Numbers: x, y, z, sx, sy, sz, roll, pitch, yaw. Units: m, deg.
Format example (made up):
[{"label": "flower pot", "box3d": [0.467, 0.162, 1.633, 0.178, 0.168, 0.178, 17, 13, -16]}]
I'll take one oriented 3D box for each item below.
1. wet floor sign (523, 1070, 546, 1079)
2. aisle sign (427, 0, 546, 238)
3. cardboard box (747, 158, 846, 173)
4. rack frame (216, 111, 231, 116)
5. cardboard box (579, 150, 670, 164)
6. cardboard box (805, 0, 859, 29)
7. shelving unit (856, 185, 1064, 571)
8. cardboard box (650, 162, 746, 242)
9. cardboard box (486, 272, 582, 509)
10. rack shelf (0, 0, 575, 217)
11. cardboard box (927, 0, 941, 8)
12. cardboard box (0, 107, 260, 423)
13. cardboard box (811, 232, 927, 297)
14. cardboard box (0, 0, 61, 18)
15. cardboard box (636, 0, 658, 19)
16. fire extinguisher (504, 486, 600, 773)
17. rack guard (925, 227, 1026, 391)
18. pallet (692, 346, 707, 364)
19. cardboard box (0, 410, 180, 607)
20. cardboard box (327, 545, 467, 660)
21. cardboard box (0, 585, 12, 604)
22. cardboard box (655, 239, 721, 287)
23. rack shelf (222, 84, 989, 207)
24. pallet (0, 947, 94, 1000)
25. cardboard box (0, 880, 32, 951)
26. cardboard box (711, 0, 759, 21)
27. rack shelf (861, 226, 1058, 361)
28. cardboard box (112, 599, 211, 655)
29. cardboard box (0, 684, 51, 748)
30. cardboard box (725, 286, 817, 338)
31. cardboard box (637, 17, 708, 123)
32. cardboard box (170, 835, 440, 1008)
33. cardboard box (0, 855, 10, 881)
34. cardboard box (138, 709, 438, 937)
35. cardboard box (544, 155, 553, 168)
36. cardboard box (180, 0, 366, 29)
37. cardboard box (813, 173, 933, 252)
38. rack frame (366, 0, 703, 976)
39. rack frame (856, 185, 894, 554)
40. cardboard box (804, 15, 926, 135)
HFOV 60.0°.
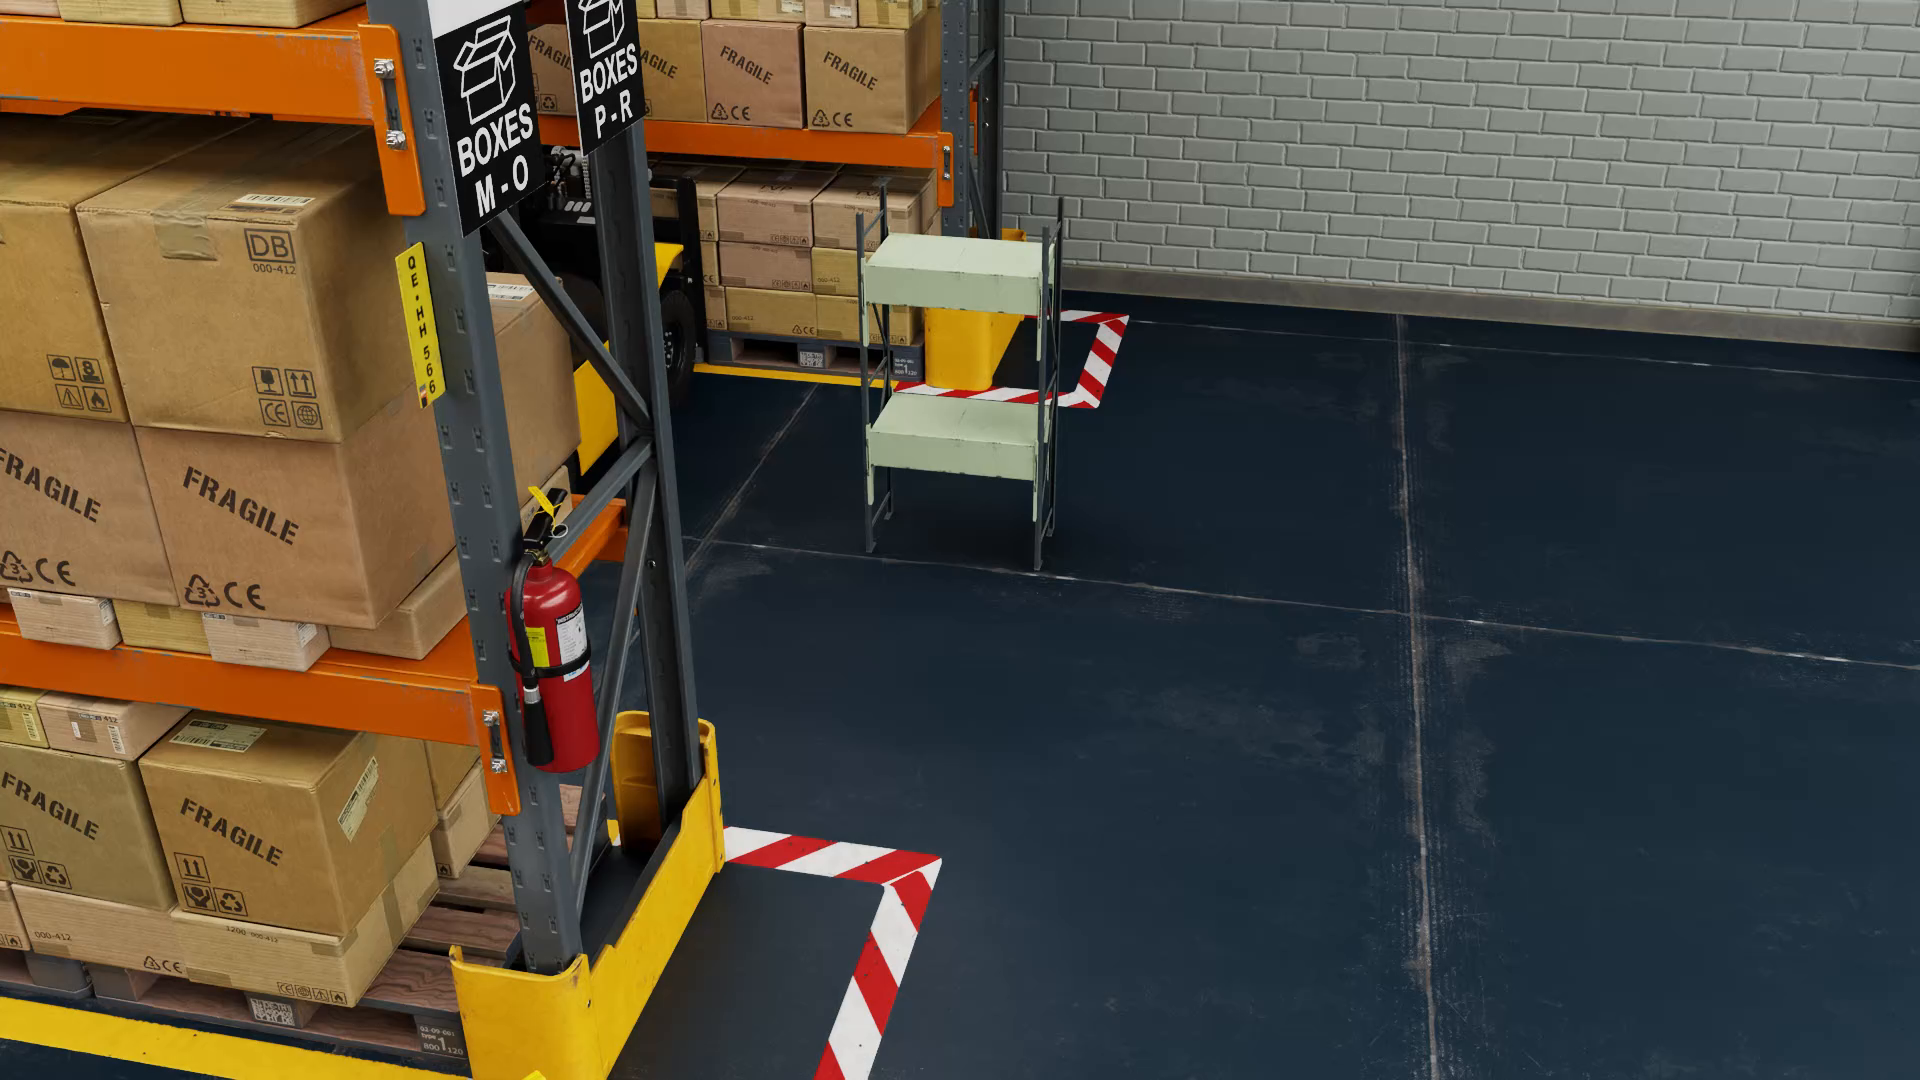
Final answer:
[{"label": "wet floor sign", "box3d": [-0.999, 1.508, 3.824, 0.232, 0.644, 0.267, 17, 33, 28]}, {"label": "aisle sign", "box3d": [-0.961, -1.045, 3.327, 0.004, 0.787, 0.394, 6, 29, 11]}, {"label": "cardboard box", "box3d": [-0.848, -1.980, 9.128, 0.500, 0.250, 0.500, 6, 29, 11]}, {"label": "rack frame", "box3d": [-3.840, -2.779, 9.203, 0.127, 3.000, 1.000, 6, 29, 11]}, {"label": "cardboard box", "box3d": [-1.835, -2.090, 9.329, 0.500, 0.250, 0.500, 5, 29, 10]}, {"label": "cardboard box", "box3d": [-0.582, -2.621, 8.135, 0.250, 0.149, 0.380, 6, 29, 11]}, {"label": "shelving unit", "box3d": [0.007, -0.657, 6.889, 0.755, 1.500, 0.431, 6, 29, 11]}, {"label": "cardboard box", "box3d": [-1.440, -1.789, 8.779, 0.500, 0.250, 0.500, 6, 29, 11]}, {"label": "cardboard box", "box3d": [-1.366, -0.399, 4.441, 0.500, 0.500, 0.500, 5, 29, 10]}, {"label": "rack shelf", "box3d": [-2.917, -1.247, 4.030, 4.000, 0.370, 1.077, 6, 29, 11]}, {"label": "cardboard box", "box3d": [-0.206, -2.862, 8.575, 0.250, 0.149, 0.380, 5, 29, 9]}, {"label": "cardboard box", "box3d": [-2.000, -0.663, 3.882, 0.500, 0.500, 0.700, 6, 29, 11]}, {"label": "cardboard box", "box3d": [-0.469, -1.478, 8.731, 0.500, 0.250, 0.500, 5, 29, 10]}, {"label": "cardboard box", "box3d": [-1.871, -1.209, 3.472, 0.250, 0.149, 0.380, 7, 29, 12]}, {"label": "cardboard box", "box3d": [-1.585, -2.727, 8.328, 0.250, 0.149, 0.380, 6, 29, 11]}, {"label": "fire extinguisher", "box3d": [-0.945, 0.215, 3.814, 0.183, 0.674, 0.296, 6, 29, 11]}, {"label": "rack guard", "box3d": [0.095, -1.279, 9.066, 0.348, 0.500, 1.175, 6, 29, 11]}, {"label": "pallet", "box3d": [-1.874, -1.335, 9.469, 1.213, 0.211, 1.003, 6, 29, 11]}, {"label": "cardboard box", "box3d": [-2.038, -0.198, 4.075, 0.500, 0.500, 0.500, 6, 29, 11]}, {"label": "cardboard box", "box3d": [-1.371, 0.126, 4.157, 0.250, 0.149, 0.380, 7, 29, 12]}, {"label": "cardboard box", "box3d": [-2.368, 0.014, 4.362, 0.250, 0.149, 0.380, 6, 29, 11]}, {"label": "cardboard box", "box3d": [-1.467, -1.575, 8.908, 0.500, 0.250, 0.500, 5, 29, 9]}, {"label": "rack shelf", "box3d": [-1.884, -2.263, 9.009, 4.000, 0.370, 1.077, 6, 29, 11]}, {"label": "pallet", "box3d": [-3.012, 0.947, 5.300, 1.213, 0.211, 1.003, 6, 29, 11]}, {"label": "cardboard box", "box3d": [-2.826, 0.915, 4.881, 0.500, 0.250, 0.500, 5, 29, 9]}, {"label": "cardboard box", "box3d": [-1.063, -2.706, 8.290, 0.250, 0.149, 0.380, 6, 29, 10]}, {"label": "rack shelf", "box3d": [0.007, -1.000, 6.701, 0.720, 0.370, 0.431, 6, 29, 11]}, {"label": "cardboard box", "box3d": [-1.889, 0.117, 4.174, 0.250, 0.149, 0.380, 5, 29, 10]}, {"label": "cardboard box", "box3d": [-2.417, 0.372, 4.417, 0.250, 0.149, 0.380, 6, 29, 11]}, {"label": "cardboard box", "box3d": [-0.938, -1.309, 8.944, 0.500, 0.250, 0.500, 6, 29, 11]}, {"label": "cardboard box", "box3d": [-1.471, -2.456, 8.508, 0.500, 0.500, 0.500, 5, 29, 10]}, {"label": "cardboard box", "box3d": [-1.831, 1.018, 4.693, 0.500, 0.250, 0.500, 6, 29, 10]}, {"label": "cardboard box", "box3d": [-2.802, 0.584, 4.705, 0.500, 0.500, 0.500, 5, 29, 9]}, {"label": "cardboard box", "box3d": [-1.799, 0.688, 4.514, 0.500, 0.500, 0.500, 6, 29, 11]}, {"label": "cardboard box", "box3d": [-2.445, -1.900, 8.981, 0.500, 0.250, 0.500, 7, 29, 12]}, {"label": "cardboard box", "box3d": [-1.368, -1.157, 3.377, 0.250, 0.149, 0.380, 6, 29, 11]}, {"label": "cardboard box", "box3d": [-0.444, -1.695, 8.606, 0.500, 0.250, 0.500, 7, 29, 12]}, {"label": "rack frame", "box3d": [-0.961, -0.047, 4.212, 0.127, 3.000, 1.000, 6, 29, 11]}, {"label": "rack frame", "box3d": [-0.351, -0.694, 6.956, 0.023, 1.500, 0.400, 6, 29, 11]}, {"label": "cardboard box", "box3d": [-0.464, -2.348, 8.311, 0.500, 0.500, 0.500, 5, 29, 9]}]
